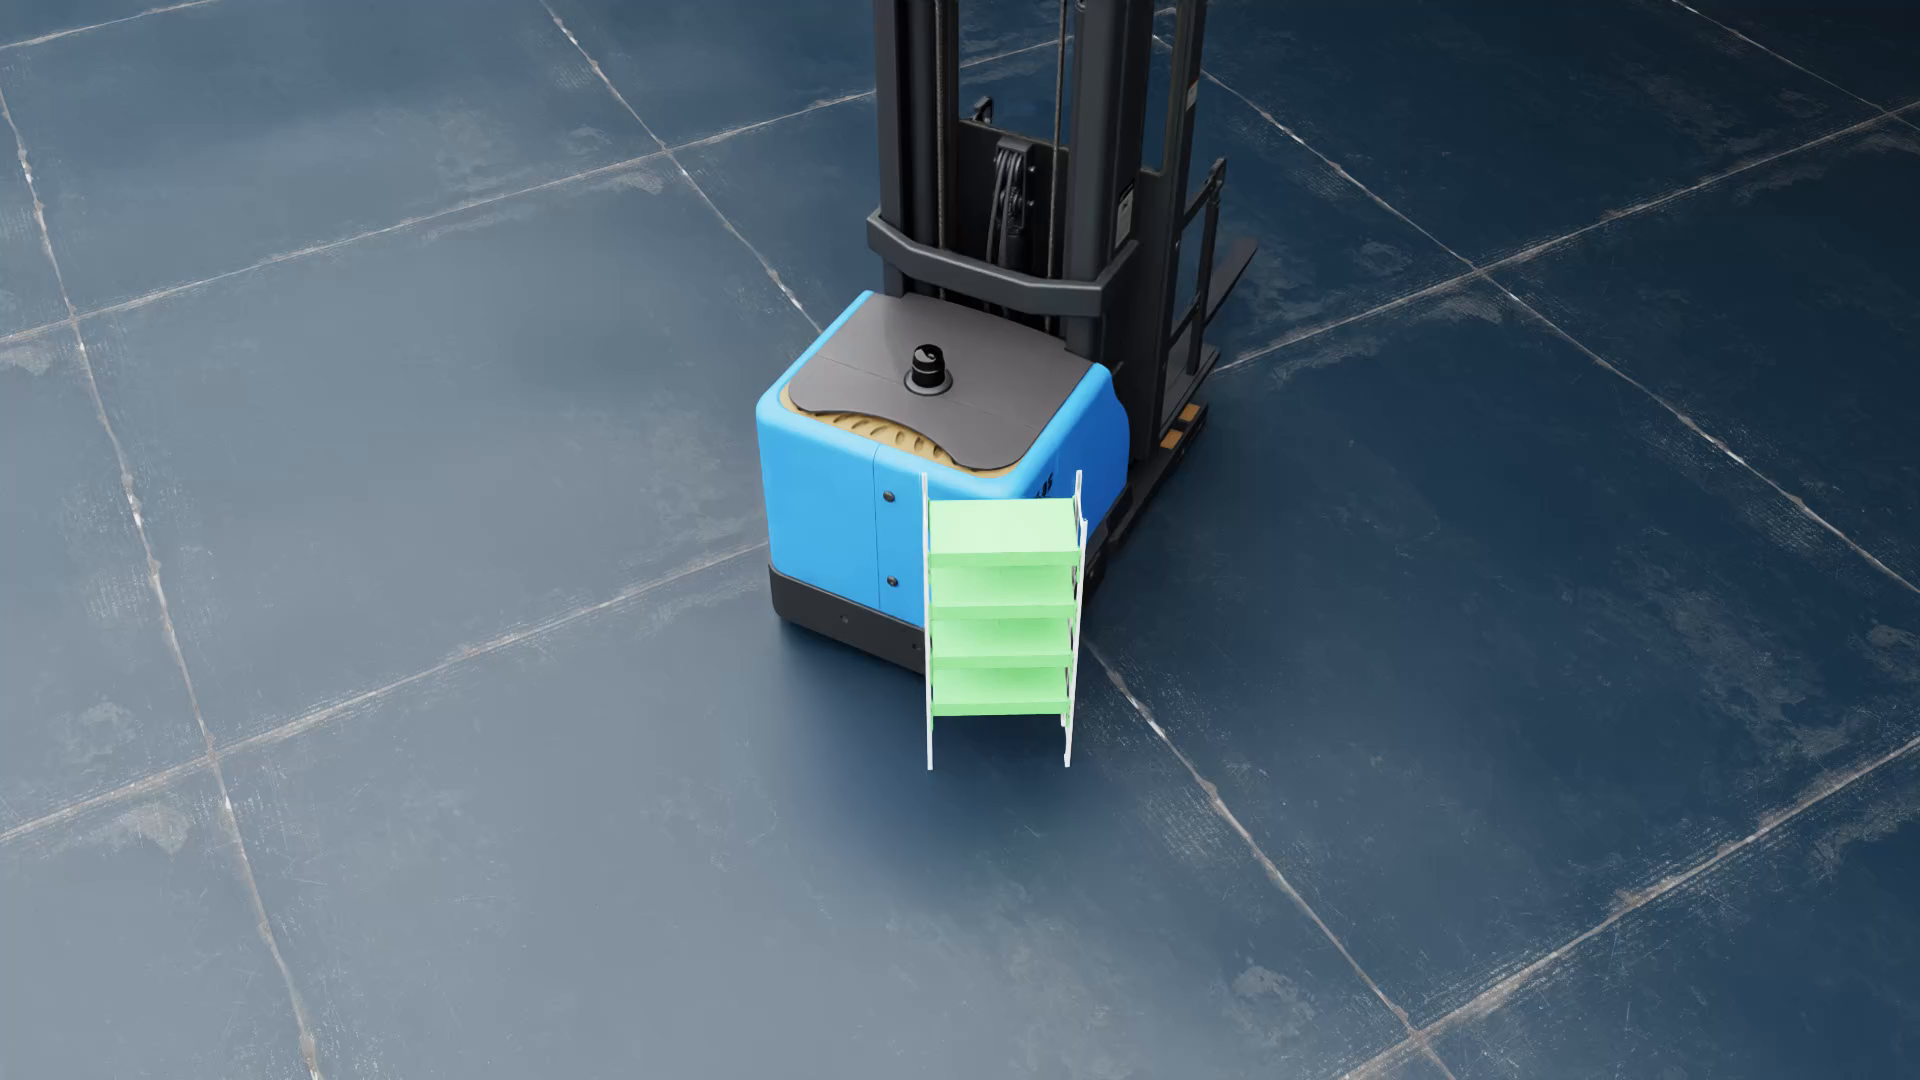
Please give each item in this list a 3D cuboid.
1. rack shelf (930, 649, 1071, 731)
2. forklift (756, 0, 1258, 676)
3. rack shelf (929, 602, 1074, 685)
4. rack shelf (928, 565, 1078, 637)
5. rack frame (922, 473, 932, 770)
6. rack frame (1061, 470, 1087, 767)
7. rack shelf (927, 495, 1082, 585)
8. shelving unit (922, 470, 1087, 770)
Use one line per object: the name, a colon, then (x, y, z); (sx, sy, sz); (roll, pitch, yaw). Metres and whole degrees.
rack shelf: (0.135, 0.516, 5.793); (0.480, 0.148, 0.258); (-1, 44, -1)
forklift: (0.413, -1.494, 6.185); (1.130, 2.935, 3.031); (20, 48, 20)
rack shelf: (0.135, 0.344, 5.626); (0.480, 0.148, 0.258); (-1, 44, -1)
rack shelf: (0.135, 0.172, 5.458); (0.480, 0.148, 0.258); (-1, 44, -1)
rack frame: (-0.109, 0.303, 5.577); (0.015, 1.200, 0.240); (-1, 44, -1)
rack frame: (0.379, 0.294, 5.586); (0.015, 1.200, 0.240); (-1, 44, -1)
rack shelf: (0.135, 0.000, 5.291); (0.480, 0.148, 0.258); (-1, 44, -1)
shelving unit: (0.135, 0.298, 5.581); (0.503, 1.200, 0.258); (-1, 44, -1)
